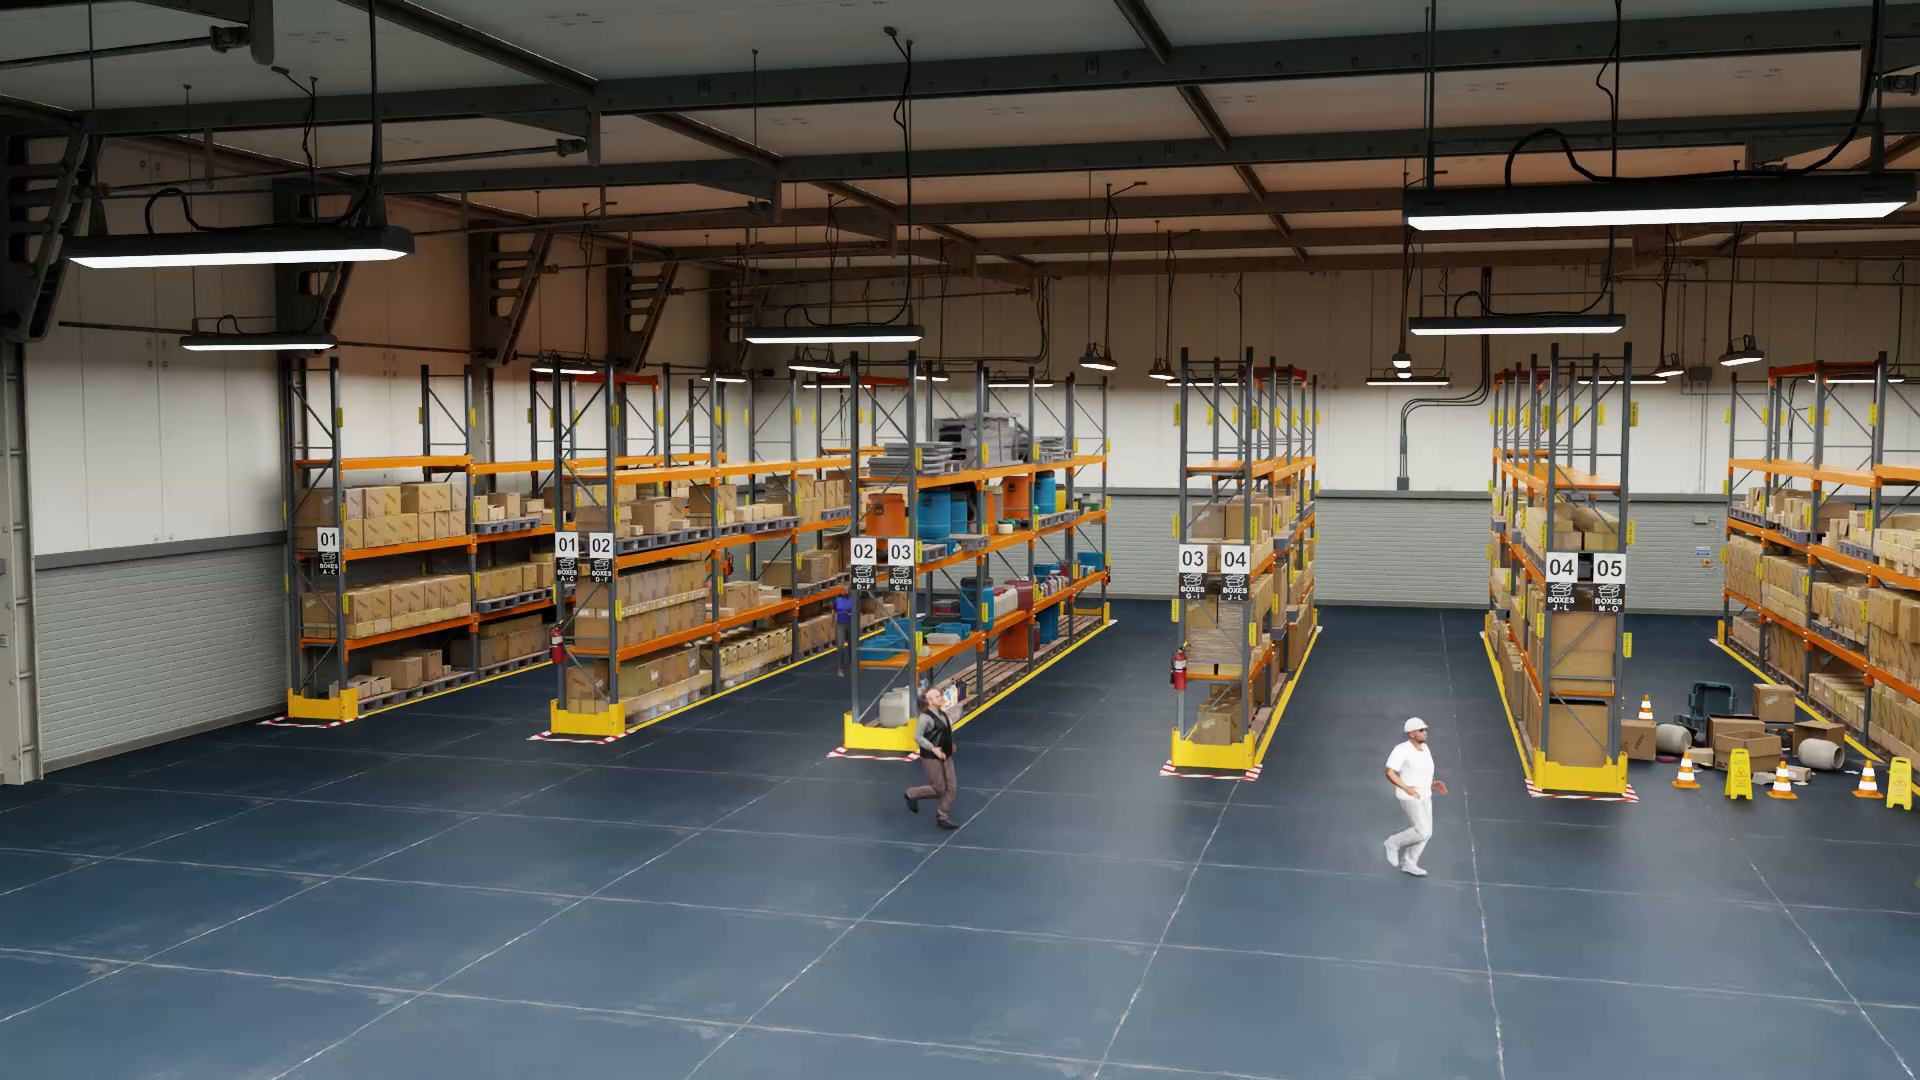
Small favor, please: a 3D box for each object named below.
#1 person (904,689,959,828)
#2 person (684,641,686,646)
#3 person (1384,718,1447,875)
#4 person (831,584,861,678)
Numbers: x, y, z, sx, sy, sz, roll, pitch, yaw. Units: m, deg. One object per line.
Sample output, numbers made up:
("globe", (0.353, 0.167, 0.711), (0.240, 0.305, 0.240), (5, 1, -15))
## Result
("person", (-0.326, 2.670, 20.409), (0.733, 1.694, 0.661), (3, 5, 32))
("person", (-5.914, 1.544, 35.255), (0.673, 1.701, 0.900), (0, 4, -2))
("person", (4.973, 2.801, 18.228), (0.683, 1.719, 0.575), (-4, 6, -44))
("person", (-2.086, 1.646, 30.336), (0.572, 1.691, 0.869), (0, 4, 4))
